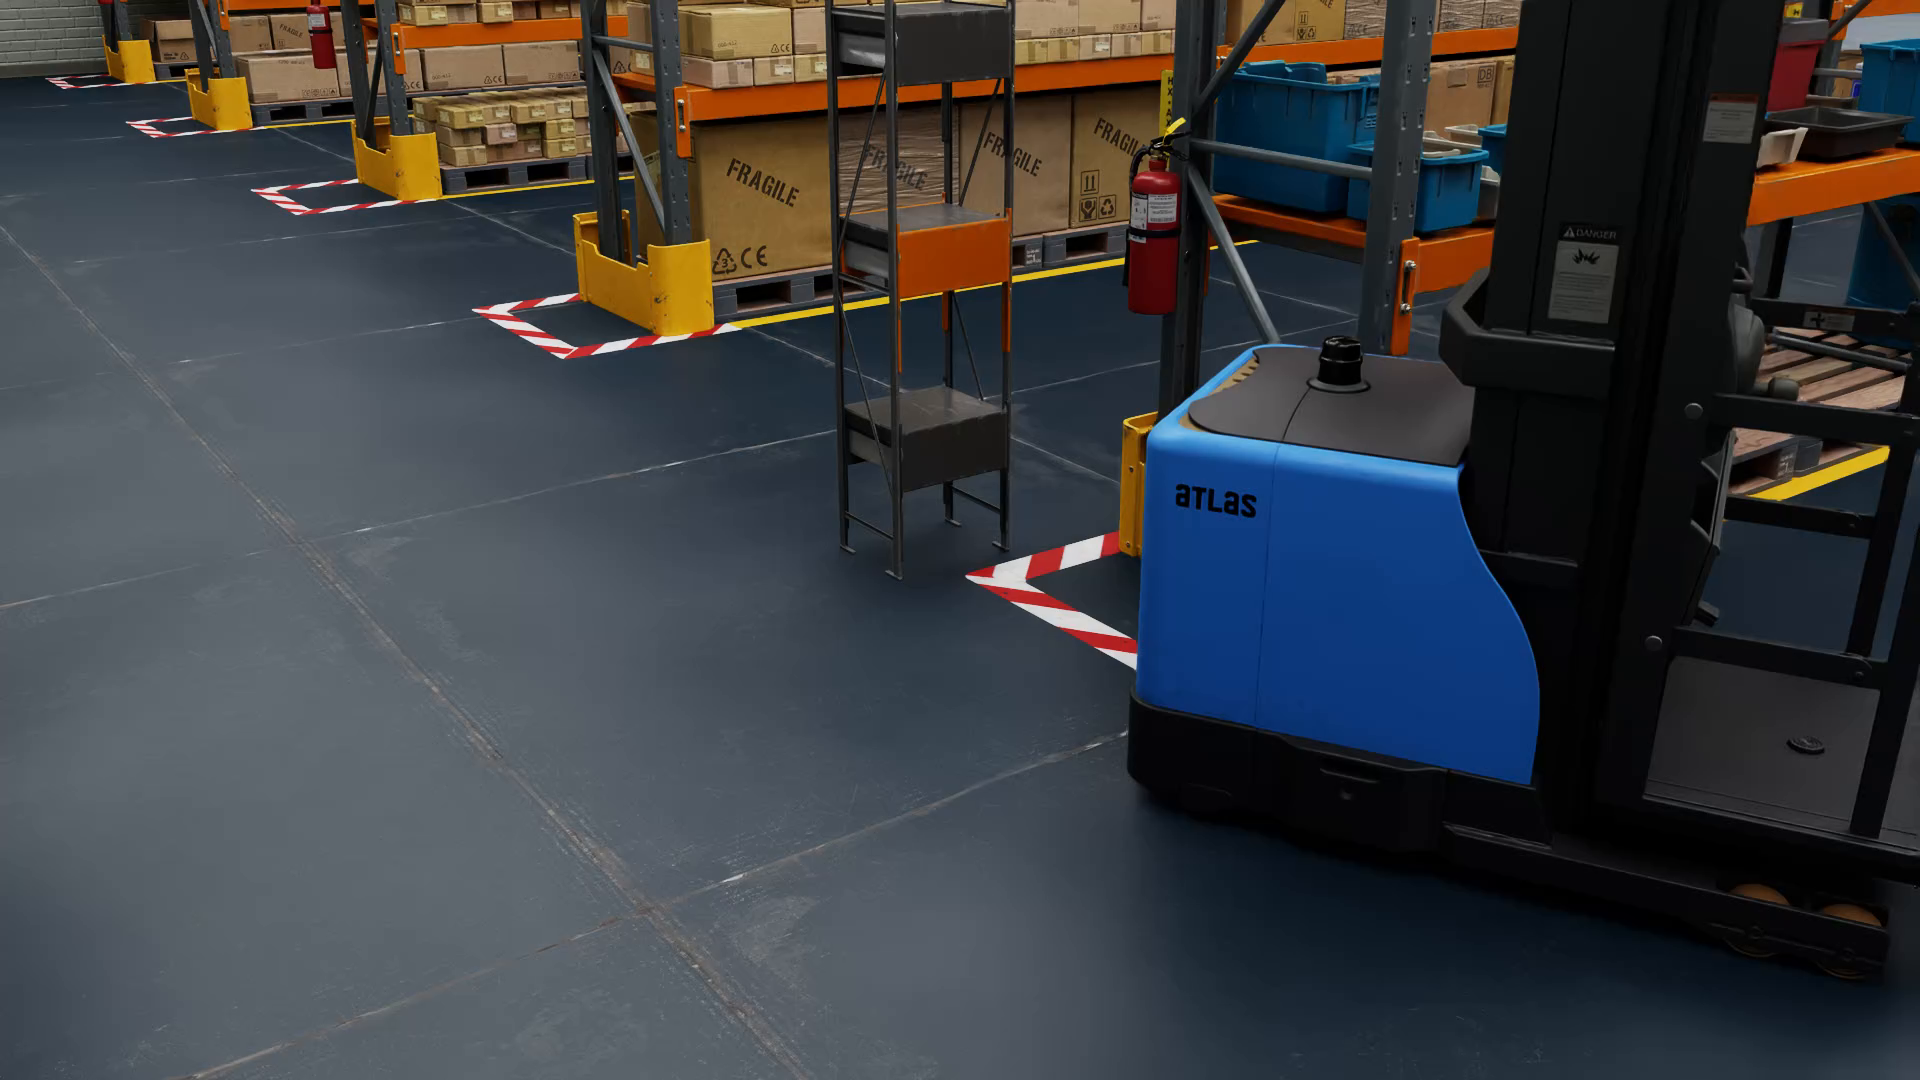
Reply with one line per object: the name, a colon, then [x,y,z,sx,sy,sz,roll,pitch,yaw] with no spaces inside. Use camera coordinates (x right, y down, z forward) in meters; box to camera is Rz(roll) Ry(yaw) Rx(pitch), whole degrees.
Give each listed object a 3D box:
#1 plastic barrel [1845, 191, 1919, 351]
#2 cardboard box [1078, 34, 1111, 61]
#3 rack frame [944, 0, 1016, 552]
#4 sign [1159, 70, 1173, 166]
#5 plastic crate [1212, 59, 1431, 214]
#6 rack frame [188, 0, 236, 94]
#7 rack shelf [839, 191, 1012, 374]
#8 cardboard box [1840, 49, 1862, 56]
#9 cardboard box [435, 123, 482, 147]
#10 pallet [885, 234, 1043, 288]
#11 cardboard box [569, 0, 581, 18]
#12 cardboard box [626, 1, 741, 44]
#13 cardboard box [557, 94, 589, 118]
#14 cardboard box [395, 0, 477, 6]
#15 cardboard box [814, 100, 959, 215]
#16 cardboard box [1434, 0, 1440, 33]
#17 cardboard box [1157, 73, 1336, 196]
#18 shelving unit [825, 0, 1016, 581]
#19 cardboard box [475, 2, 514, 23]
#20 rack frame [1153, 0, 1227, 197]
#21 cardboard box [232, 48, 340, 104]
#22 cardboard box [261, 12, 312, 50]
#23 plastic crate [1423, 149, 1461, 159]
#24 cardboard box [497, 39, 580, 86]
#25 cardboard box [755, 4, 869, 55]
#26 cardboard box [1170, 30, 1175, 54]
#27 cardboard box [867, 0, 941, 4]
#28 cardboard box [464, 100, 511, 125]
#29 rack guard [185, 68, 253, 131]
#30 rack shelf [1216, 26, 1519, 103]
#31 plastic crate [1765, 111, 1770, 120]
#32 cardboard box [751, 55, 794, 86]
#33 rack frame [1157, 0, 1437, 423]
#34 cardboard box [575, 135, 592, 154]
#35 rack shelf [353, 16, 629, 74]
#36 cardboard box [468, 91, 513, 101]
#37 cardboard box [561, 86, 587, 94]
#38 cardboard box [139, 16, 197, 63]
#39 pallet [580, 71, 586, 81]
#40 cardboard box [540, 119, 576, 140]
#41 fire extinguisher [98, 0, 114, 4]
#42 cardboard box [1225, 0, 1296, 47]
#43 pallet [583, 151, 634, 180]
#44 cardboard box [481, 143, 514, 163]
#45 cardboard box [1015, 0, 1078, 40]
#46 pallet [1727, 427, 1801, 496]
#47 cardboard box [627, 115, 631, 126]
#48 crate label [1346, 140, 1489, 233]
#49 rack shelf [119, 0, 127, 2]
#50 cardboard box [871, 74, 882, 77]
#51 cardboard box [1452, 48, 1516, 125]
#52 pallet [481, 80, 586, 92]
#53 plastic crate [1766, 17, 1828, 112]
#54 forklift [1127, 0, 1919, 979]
plastic barrel: [4.768,-1.437,8.214,0.708,0.901,0.600,-15,26,-33]
cardboard box: [0.742,-3.146,10.571,0.250,0.149,0.380,-14,26,-32]
rack frame: [0.064,-0.992,6.050,0.015,2.100,0.400,-15,26,-33]
sign: [0.735,-1.476,5.827,0.005,0.325,0.100,-15,26,-33]
plastic crate: [1.232,-1.411,5.756,0.499,0.435,0.616,-15,26,-33]
rack frame: [-7.611,-5.709,16.657,0.127,3.000,1.000,-15,26,-33]
rack shelf: [-0.134,-0.927,5.922,0.480,0.518,0.431,-15,26,-33]
cardboard box: [9.184,-4.718,16.979,0.500,0.500,0.500,-18,28,-37]
cardboard box: [-4.063,-3.287,13.466,0.250,0.149,0.380,-14,26,-31]
pallet: [-0.230,-1.892,10.853,1.213,0.211,1.003,-15,26,-33]
cardboard box: [-3.170,-4.400,13.715,0.250,0.149,0.380,-16,27,-34]
cardboard box: [-1.585,-2.981,9.621,0.500,0.250,0.500,-15,26,-34]
cardboard box: [-3.198,-3.648,13.969,0.250,0.149,0.380,-14,26,-31]
cardboard box: [-4.112,-4.441,12.942,0.500,0.500,0.500,-14,25,-30]
cardboard box: [-0.612,-2.296,10.403,0.875,0.875,0.875,-15,26,-33]
cardboard box: [3.174,-3.995,12.227,0.500,0.500,0.500,-14,26,-32]
cardboard box: [1.932,-2.947,12.034,0.875,0.875,1.225,-15,26,-33]
shelving unit: [-0.134,-0.939,5.917,0.503,2.100,0.431,-15,26,-33]
cardboard box: [-3.751,-4.207,13.230,0.250,0.149,0.380,-16,27,-34]
rack frame: [1.424,-3.594,11.355,0.127,3.000,1.000,-15,26,-33]
cardboard box: [-7.133,-4.887,17.488,0.875,0.438,0.875,-16,27,-35]
cardboard box: [-8.757,-6.598,21.689,0.500,0.500,0.500,-14,26,-32]
plastic crate: [1.626,-1.374,6.068,0.243,0.136,0.396,-15,26,-33]
cardboard box: [-4.936,-5.477,18.964,0.875,0.438,0.875,-15,26,-34]
cardboard box: [-0.858,-2.934,9.502,0.500,0.250,0.500,-15,26,-33]
cardboard box: [1.368,-3.313,10.990,0.250,0.149,0.380,-15,26,-33]
cardboard box: [-0.453,-3.390,9.633,0.500,0.500,0.500,-16,27,-34]
cardboard box: [-3.861,-3.496,13.589,0.250,0.149,0.380,-14,26,-32]
rack guard: [-7.630,-4.543,17.107,0.348,0.500,1.175,-15,26,-33]
rack shelf: [3.047,-3.693,12.574,4.000,0.370,1.077,-15,26,-33]
plastic crate: [2.775,-1.492,6.234,0.300,0.233,0.416,-15,26,-33]
cardboard box: [-1.135,-2.645,9.316,0.250,0.149,0.380,-15,26,-34]
rack frame: [1.070,-1.238,5.451,0.127,3.000,1.000,-15,26,-33]
cardboard box: [-3.240,-3.373,14.083,0.250,0.149,0.380,-15,26,-33]
rack shelf: [-3.014,-4.341,14.198,4.000,0.370,1.077,-15,26,-33]
cardboard box: [-3.983,-3.712,14.128,0.250,0.149,0.380,-16,27,-34]
cardboard box: [-3.271,-3.847,14.467,0.250,0.149,0.380,-16,27,-35]
cardboard box: [-9.961,-6.341,21.043,0.637,0.503,0.797,-16,27,-35]
pallet: [-3.781,-5.470,19.819,1.213,0.211,1.003,-15,26,-33]
cardboard box: [-3.389,-3.432,13.829,0.250,0.149,0.380,-14,26,-31]
fire extinguisher: [-10.362,-6.822,20.053,0.183,0.674,0.296,-15,26,-33]
cardboard box: [1.943,-3.665,11.398,0.500,0.500,0.500,-15,26,-33]
pallet: [-2.906,-3.391,14.610,1.213,0.211,1.003,-15,26,-33]
cardboard box: [-3.861,-3.211,13.677,0.250,0.149,0.380,-15,26,-33]
cardboard box: [0.386,-3.265,10.331,0.500,0.250,0.500,-14,26,-32]
pallet: [2.751,-0.372,7.044,1.213,0.211,1.003,-15,26,-33]
cardboard box: [-2.808,-3.645,14.362,0.250,0.149,0.380,-14,25,-30]
crate label: [1.462,-1.142,5.357,0.303,0.233,0.416,-15,26,-33]
rack shelf: [-8.889,-7.301,21.616,4.000,0.370,1.077,-15,26,-33]
cardboard box: [-0.509,-2.812,9.735,0.250,0.149,0.380,-16,27,-34]
cardboard box: [4.098,-3.525,13.482,0.875,0.875,1.225,-16,27,-35]
pallet: [-5.027,-5.139,18.990,1.213,0.211,1.003,-15,26,-33]
plastic crate: [3.445,-2.044,7.303,0.583,0.464,0.402,-15,26,-33]
forklift: [2.020,-0.570,3.871,3.031,2.935,1.130,10,24,24]
